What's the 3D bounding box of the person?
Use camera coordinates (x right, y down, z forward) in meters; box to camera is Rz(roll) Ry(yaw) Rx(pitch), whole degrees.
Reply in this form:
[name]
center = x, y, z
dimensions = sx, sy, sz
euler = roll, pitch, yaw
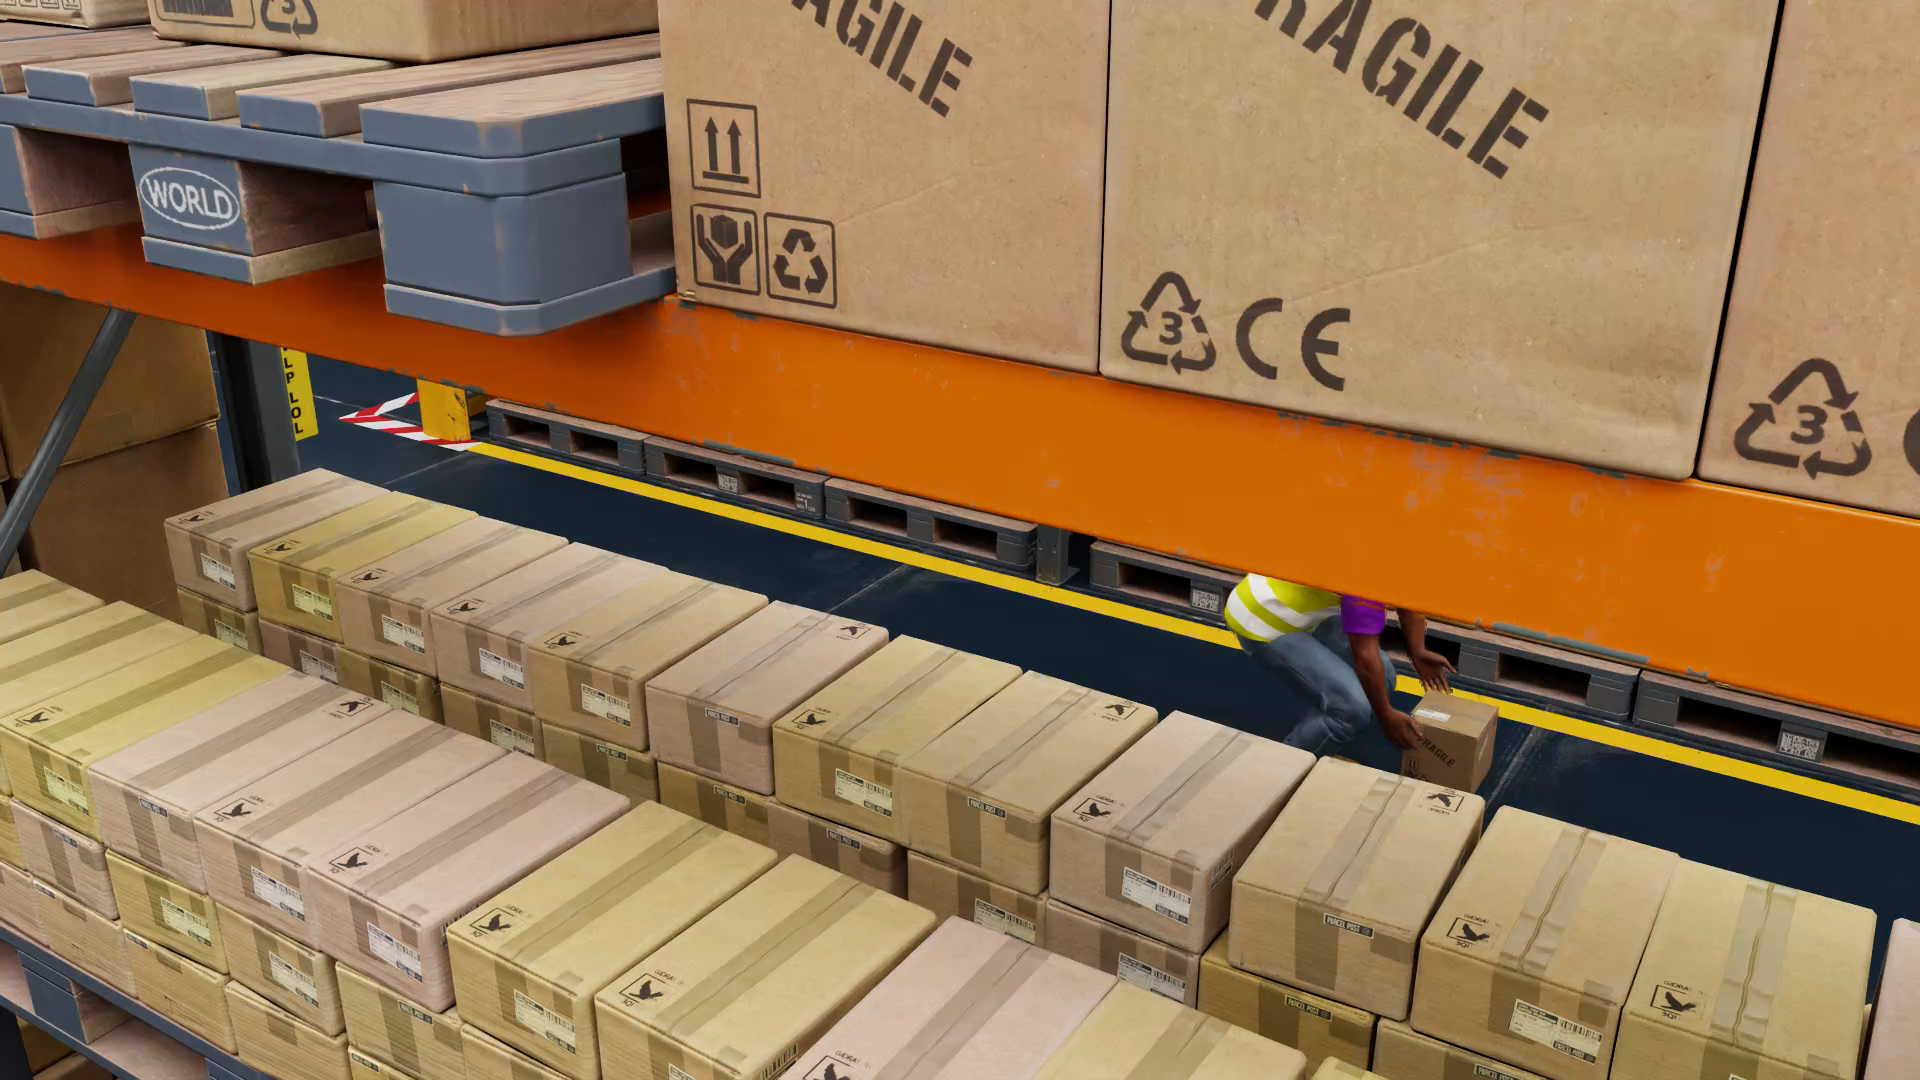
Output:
[person]
center = 1.378, 0.334, 5.928
dimensions = 0.822, 1.260, 0.626
euler = 14, 27, 29
